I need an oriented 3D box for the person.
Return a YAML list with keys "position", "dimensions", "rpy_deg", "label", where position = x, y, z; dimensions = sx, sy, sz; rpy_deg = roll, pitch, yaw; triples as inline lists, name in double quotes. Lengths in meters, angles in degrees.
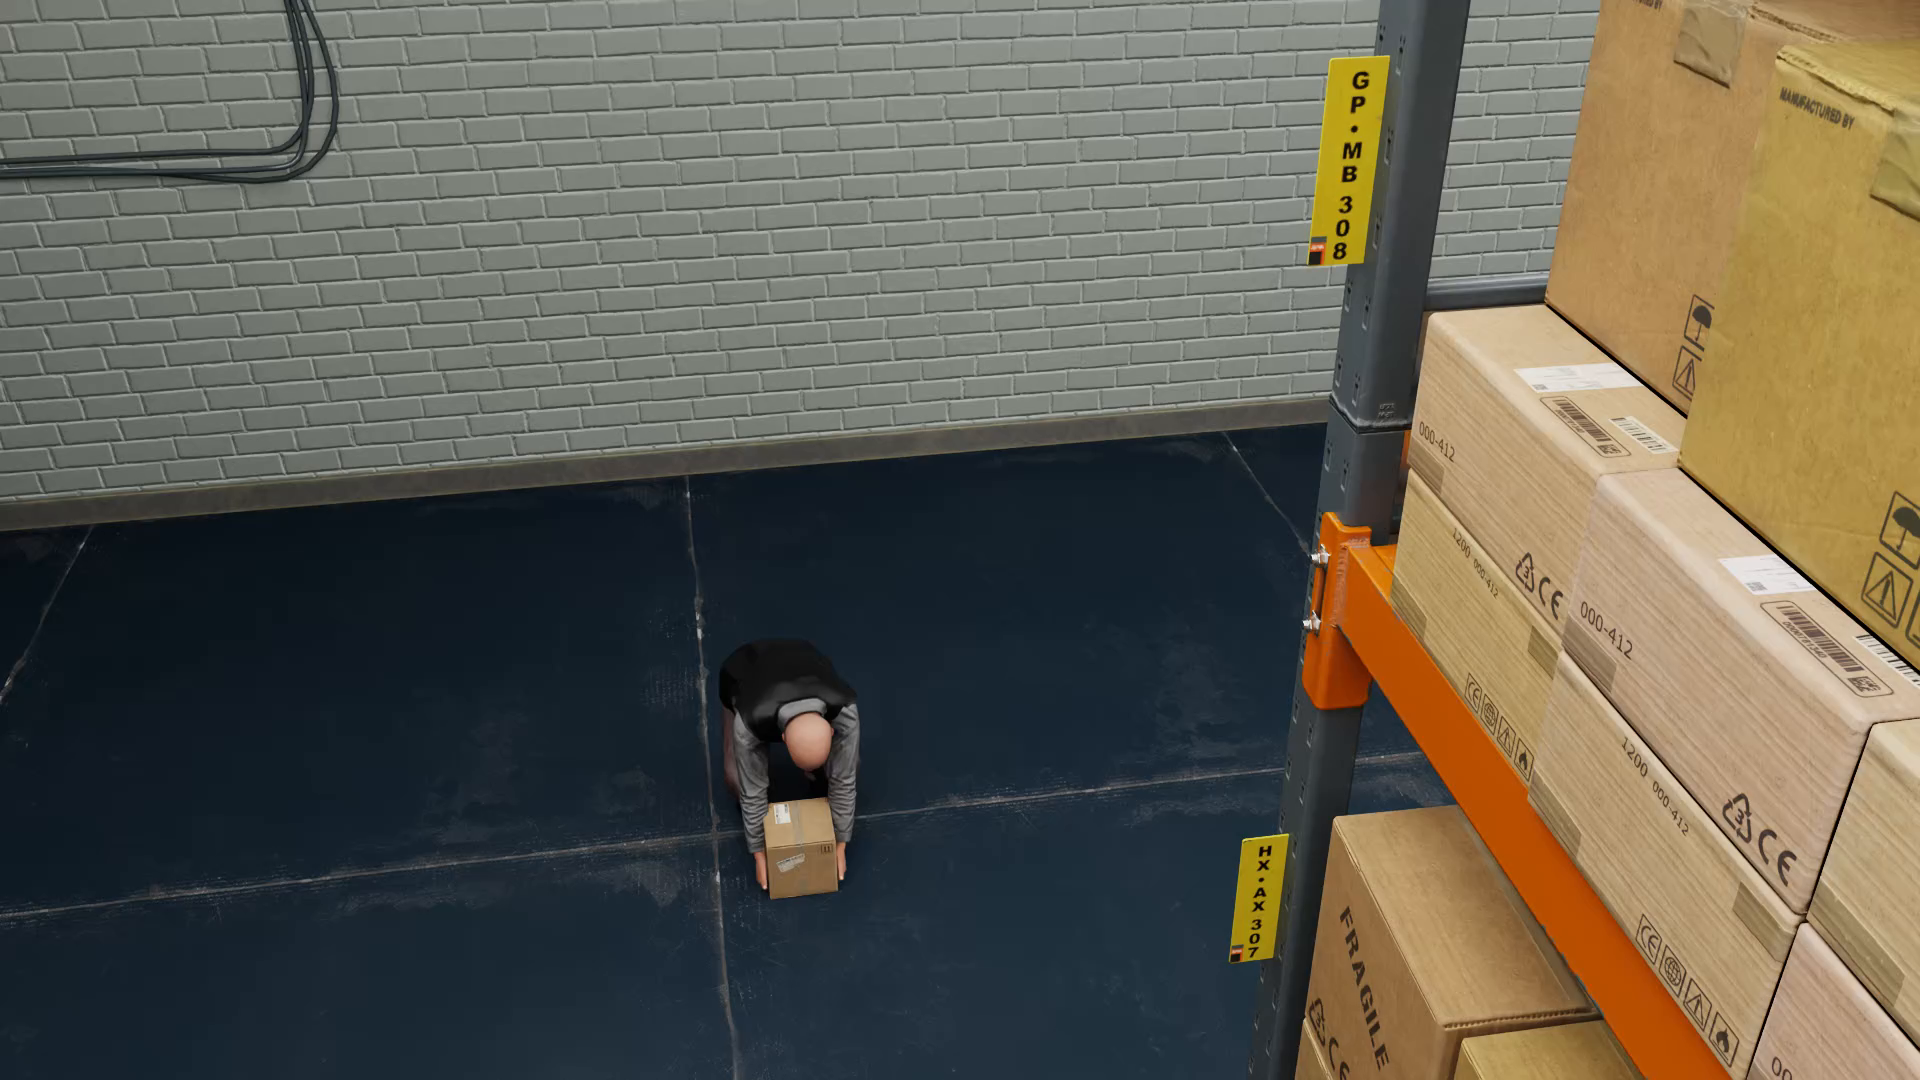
- position: [-0.646, 0.802, 6.329]
  dimensions: [0.520, 0.826, 0.916]
  rpy_deg: [-6, 31, -10]
  label: "person"
